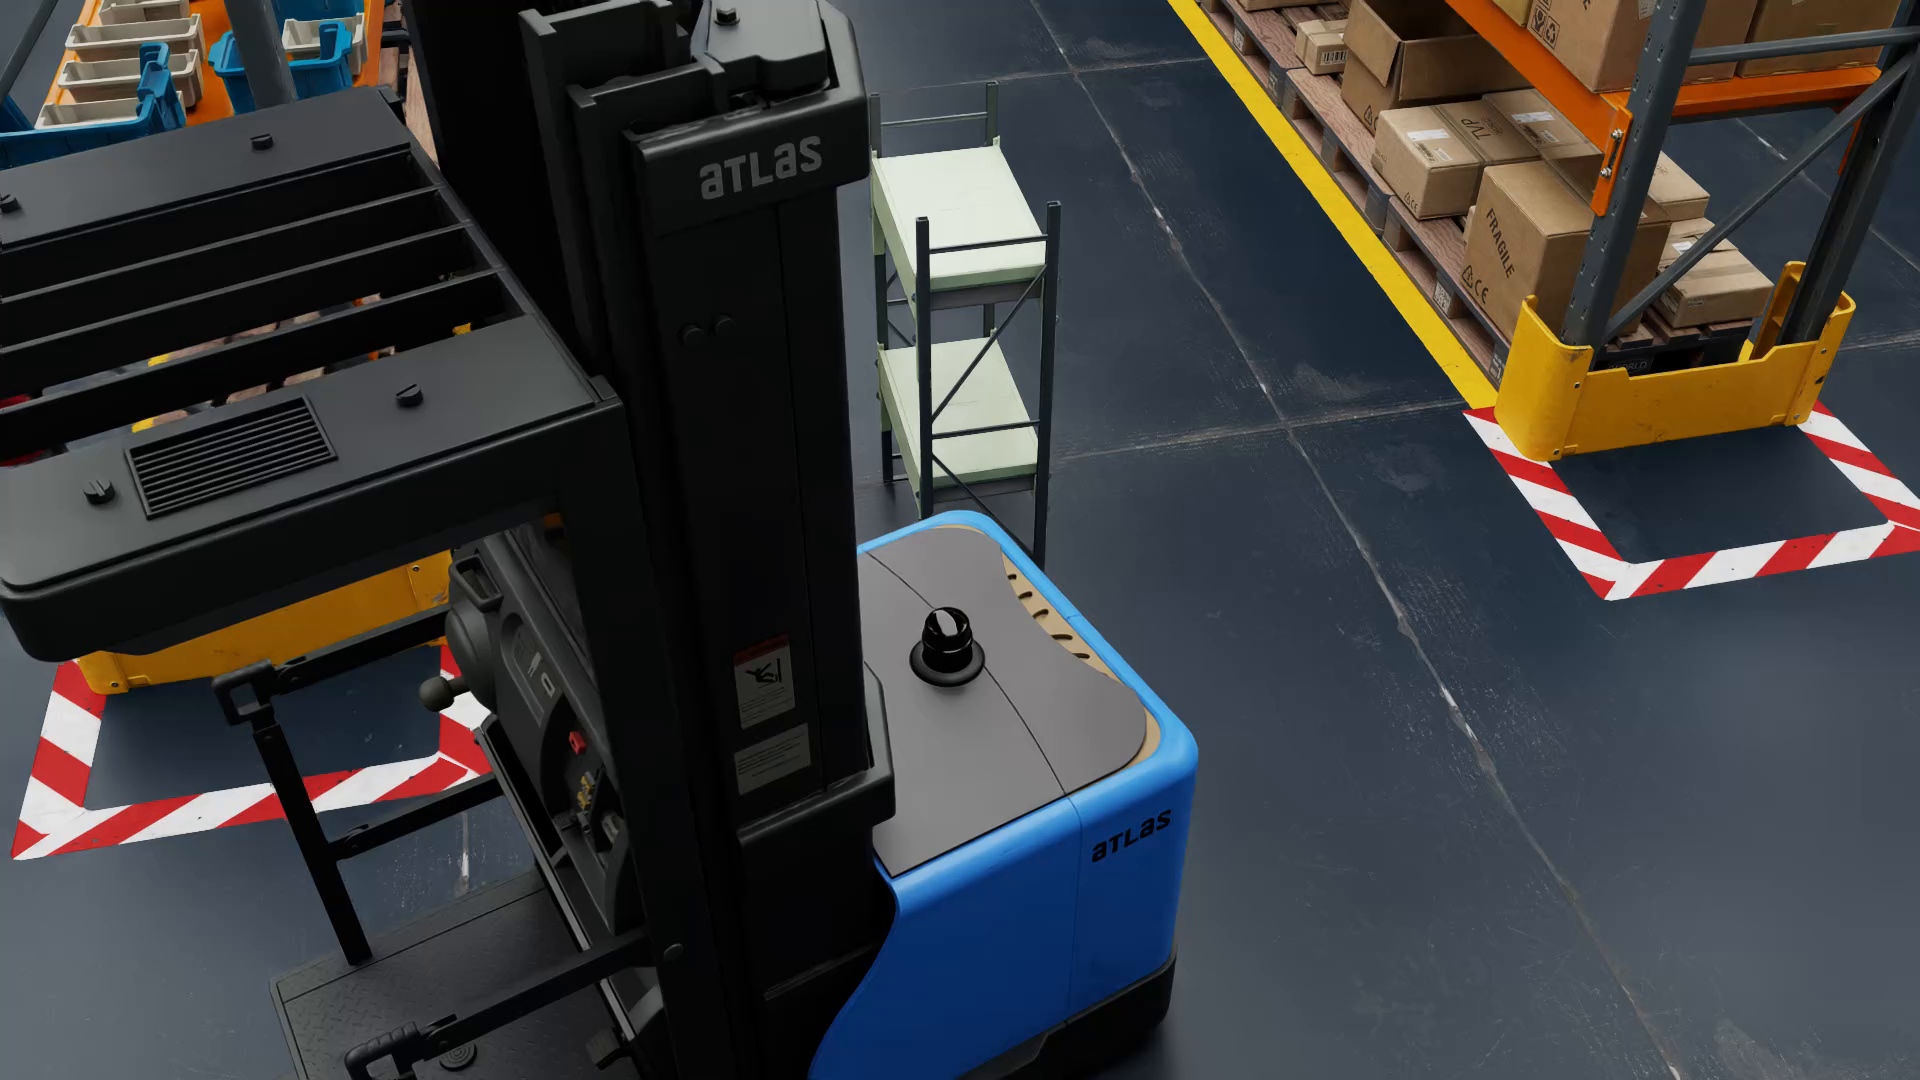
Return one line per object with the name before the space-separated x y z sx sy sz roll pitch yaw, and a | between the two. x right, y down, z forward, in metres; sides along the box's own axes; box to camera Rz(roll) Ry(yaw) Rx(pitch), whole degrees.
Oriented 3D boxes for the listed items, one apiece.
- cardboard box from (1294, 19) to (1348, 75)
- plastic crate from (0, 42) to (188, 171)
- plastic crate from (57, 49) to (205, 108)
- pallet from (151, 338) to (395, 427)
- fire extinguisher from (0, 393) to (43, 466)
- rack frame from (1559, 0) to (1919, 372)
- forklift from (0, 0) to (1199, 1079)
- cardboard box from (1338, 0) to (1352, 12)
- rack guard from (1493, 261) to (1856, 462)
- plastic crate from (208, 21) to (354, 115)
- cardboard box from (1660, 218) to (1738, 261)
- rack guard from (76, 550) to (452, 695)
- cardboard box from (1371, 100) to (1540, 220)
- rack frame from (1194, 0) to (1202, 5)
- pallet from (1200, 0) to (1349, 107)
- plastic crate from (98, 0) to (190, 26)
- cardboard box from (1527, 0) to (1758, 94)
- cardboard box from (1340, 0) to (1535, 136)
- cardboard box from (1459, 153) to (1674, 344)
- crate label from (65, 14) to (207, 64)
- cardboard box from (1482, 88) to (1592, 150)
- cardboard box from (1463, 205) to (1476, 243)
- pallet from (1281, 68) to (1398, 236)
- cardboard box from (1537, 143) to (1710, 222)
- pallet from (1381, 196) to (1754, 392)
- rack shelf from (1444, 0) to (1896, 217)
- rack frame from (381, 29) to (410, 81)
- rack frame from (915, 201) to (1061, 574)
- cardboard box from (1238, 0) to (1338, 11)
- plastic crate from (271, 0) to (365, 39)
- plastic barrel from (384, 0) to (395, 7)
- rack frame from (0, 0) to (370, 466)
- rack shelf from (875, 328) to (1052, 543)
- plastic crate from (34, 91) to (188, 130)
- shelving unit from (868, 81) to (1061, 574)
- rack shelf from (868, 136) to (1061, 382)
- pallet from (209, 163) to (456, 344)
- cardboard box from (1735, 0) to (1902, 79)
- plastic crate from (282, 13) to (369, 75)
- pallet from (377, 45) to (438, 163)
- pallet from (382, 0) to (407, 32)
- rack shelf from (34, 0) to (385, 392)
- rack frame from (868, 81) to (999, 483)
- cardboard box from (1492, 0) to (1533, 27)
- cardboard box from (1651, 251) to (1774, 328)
cardboard box | 1.837 -2.380 7.974 0.380 0.166 0.250 -8 42 -9
plastic crate | -2.467 -1.063 4.616 0.616 0.435 0.499 -8 42 -9
plastic crate | -2.614 -1.454 5.282 0.396 0.136 0.243 -8 42 -9
pallet | -2.353 -0.335 5.968 1.003 0.211 1.213 -8 42 -9
fire extinguisher | -2.624 -0.506 4.400 0.296 0.674 0.183 -8 42 -9
rack frame | 2.625 -1.545 5.231 1.000 3.000 0.127 -8 42 -9
forklift | -0.988 0.381 3.113 3.031 2.935 1.130 -22 46 -22
cardboard box | 2.161 -3.038 8.465 0.500 0.500 0.500 -8 42 -9
rack guard | 2.608 -0.659 6.116 1.175 0.500 0.348 -8 42 -9
plastic crate | -2.087 -1.431 5.183 0.416 0.233 0.300 -8 42 -9
cardboard box | 2.816 -1.132 6.569 0.380 0.166 0.250 -8 42 -9
rack guard | -2.195 0.111 5.248 1.175 0.500 0.348 -8 42 -9
cardboard box | 2.091 -1.618 7.053 0.500 0.250 0.500 -8 42 -9
rack frame | 1.761 -4.137 8.151 1.000 3.000 0.127 -8 42 -9
pallet | 1.909 -2.649 8.576 1.003 0.211 1.213 -8 42 -9
plastic crate | -2.780 -1.820 5.694 0.298 0.136 0.250 -8 42 -9
cardboard box | 2.262 -1.833 5.480 0.500 0.500 0.500 -7 42 -8
cardboard box | 2.172 -2.151 7.463 0.797 0.503 0.637 -8 42 -9
cardboard box | 2.267 -1.091 6.272 0.500 0.500 0.500 -8 42 -9
crate label | -2.698 -1.631 5.481 0.396 0.136 0.243 -8 42 -9
cardboard box | 2.568 -1.722 7.170 0.500 0.250 0.500 -8 42 -9
cardboard box | 2.267 -1.242 6.693 0.380 0.166 0.250 -8 42 -9
pallet | 2.175 -1.857 7.683 1.003 0.211 1.213 -8 42 -9
cardboard box | 2.676 -1.398 6.805 0.500 0.250 0.500 -8 42 -9
pallet | 2.435 -1.068 6.794 1.003 0.211 1.213 -8 42 -9
rack shelf | 2.193 -2.572 6.930 1.077 0.370 4.000 -8 42 -9
rack frame | -3.076 -3.430 7.355 1.000 3.000 0.127 -8 42 -9
rack frame | 0.078 -0.328 4.990 0.400 1.500 0.023 -8 42 -9
cardboard box | 1.641 -2.993 8.557 0.500 0.311 0.500 -8 42 -9
plastic crate | -2.229 -1.858 5.664 0.416 0.233 0.300 -8 42 -9
plastic barrel | -3.177 -3.157 8.312 0.600 0.901 0.708 -8 42 -9
rack frame | -2.213 -0.837 4.434 1.000 3.000 0.127 -8 42 -9
rack shelf | -0.001 -0.321 5.473 0.431 0.370 0.720 -8 42 -9
plastic crate | -2.566 -1.264 5.068 0.396 0.136 0.243 -8 42 -9
shelving unit | -0.001 -0.565 5.257 0.431 1.500 0.755 -8 42 -9
rack shelf | -0.001 -0.857 4.998 0.431 0.370 0.720 -8 42 -9
pallet | -2.613 -1.124 6.857 1.003 0.211 1.213 -8 42 -9
cardboard box | 2.786 -1.907 5.564 0.500 0.500 0.500 -8 42 -8
plastic crate | -2.079 -1.628 5.478 0.250 0.136 0.298 -8 42 -9
pallet | -2.880 -1.916 7.750 1.003 0.211 1.213 -8 42 -9
pallet | -3.202 -2.893 8.850 1.003 0.211 1.213 -8 42 -9
rack shelf | -2.645 -1.865 6.133 1.077 0.370 4.000 -8 42 -9
rack frame | -0.080 -0.802 5.524 0.400 1.500 0.023 -8 42 -9
cardboard box | 2.147 -2.169 5.859 0.500 0.500 0.500 -8 42 -9
cardboard box | 2.870 -0.964 6.392 0.380 0.149 0.250 -8 42 -9
